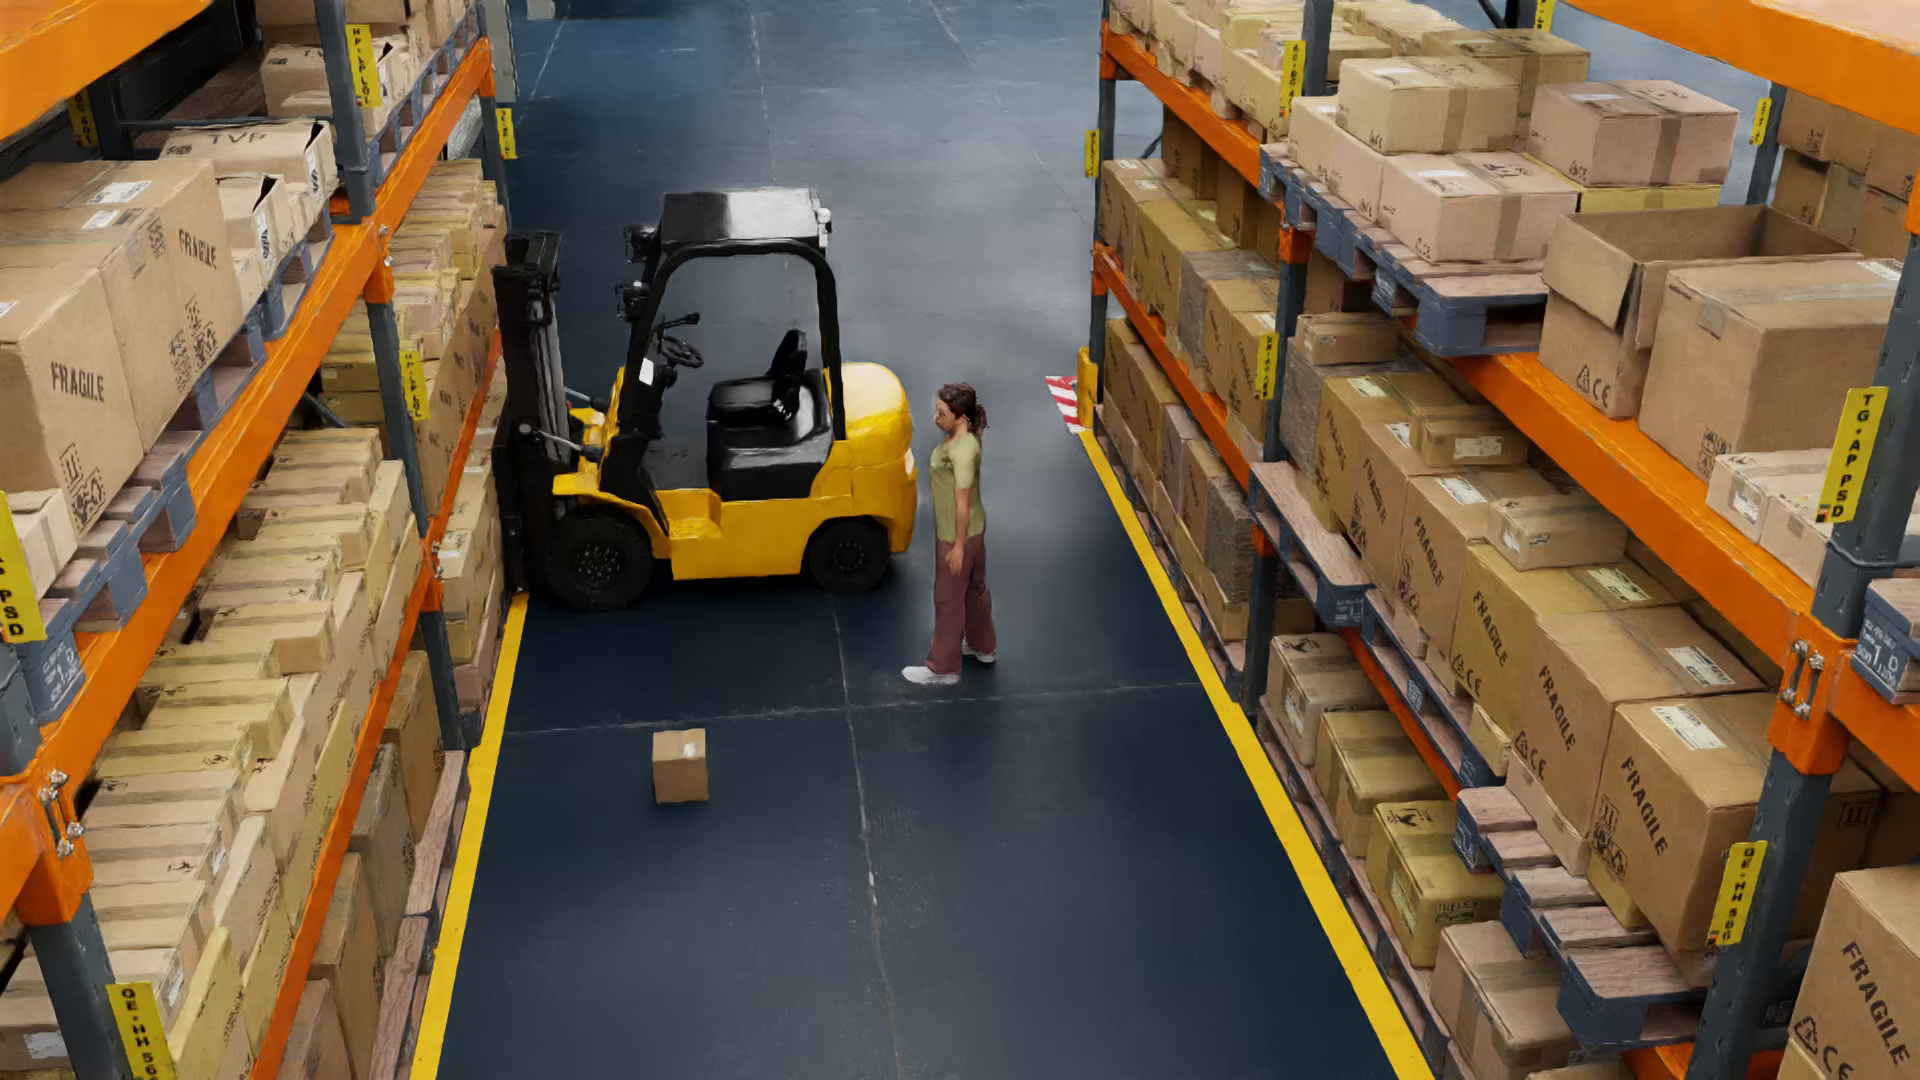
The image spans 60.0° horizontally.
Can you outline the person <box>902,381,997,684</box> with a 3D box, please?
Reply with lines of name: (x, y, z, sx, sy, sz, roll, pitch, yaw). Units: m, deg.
person: (-0.052, -0.044, 8.655, 0.493, 1.670, 0.546, 2, 27, 4)
